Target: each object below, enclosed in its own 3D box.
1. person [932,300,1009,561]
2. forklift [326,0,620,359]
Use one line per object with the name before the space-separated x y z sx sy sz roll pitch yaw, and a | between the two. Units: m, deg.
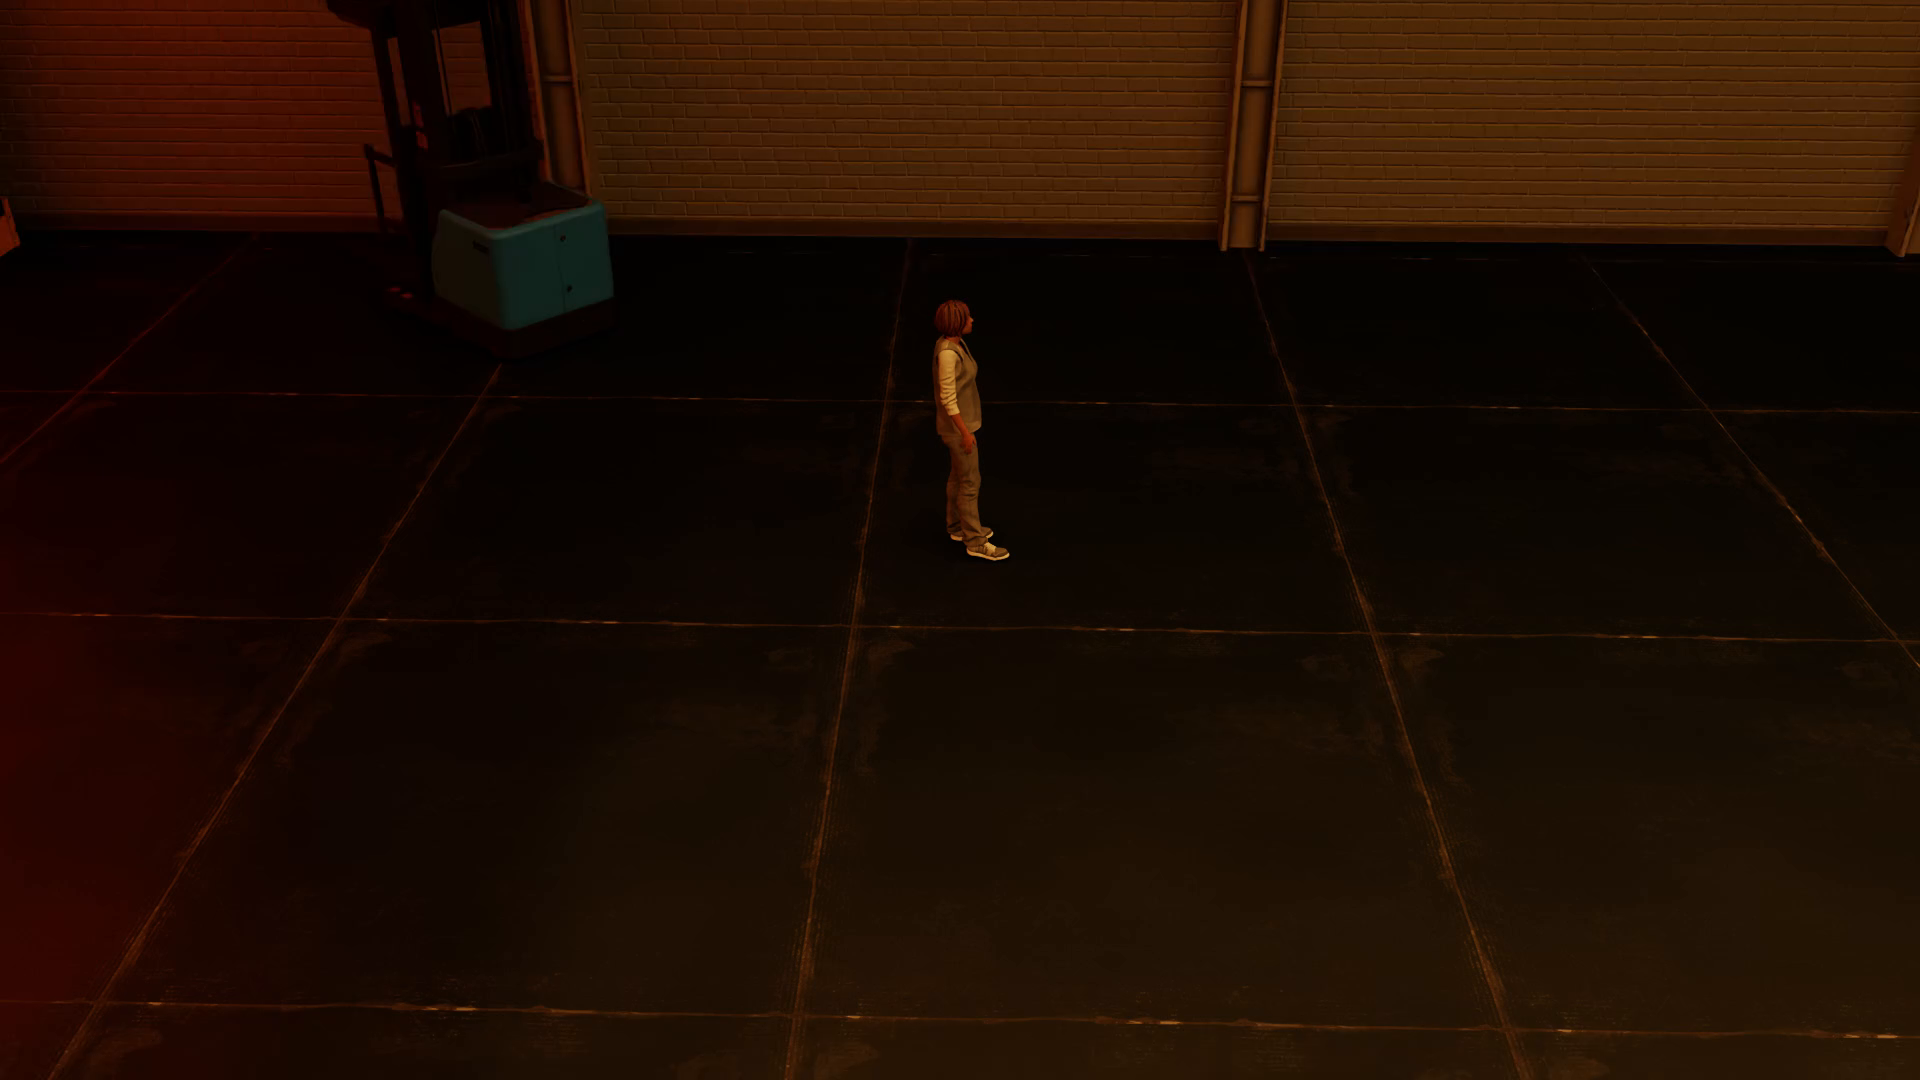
person | 0.074 -0.686 10.076 0.473 1.599 0.520 1 31 1
forklift | -4.125 -3.285 13.185 3.031 2.935 1.130 26 40 37
